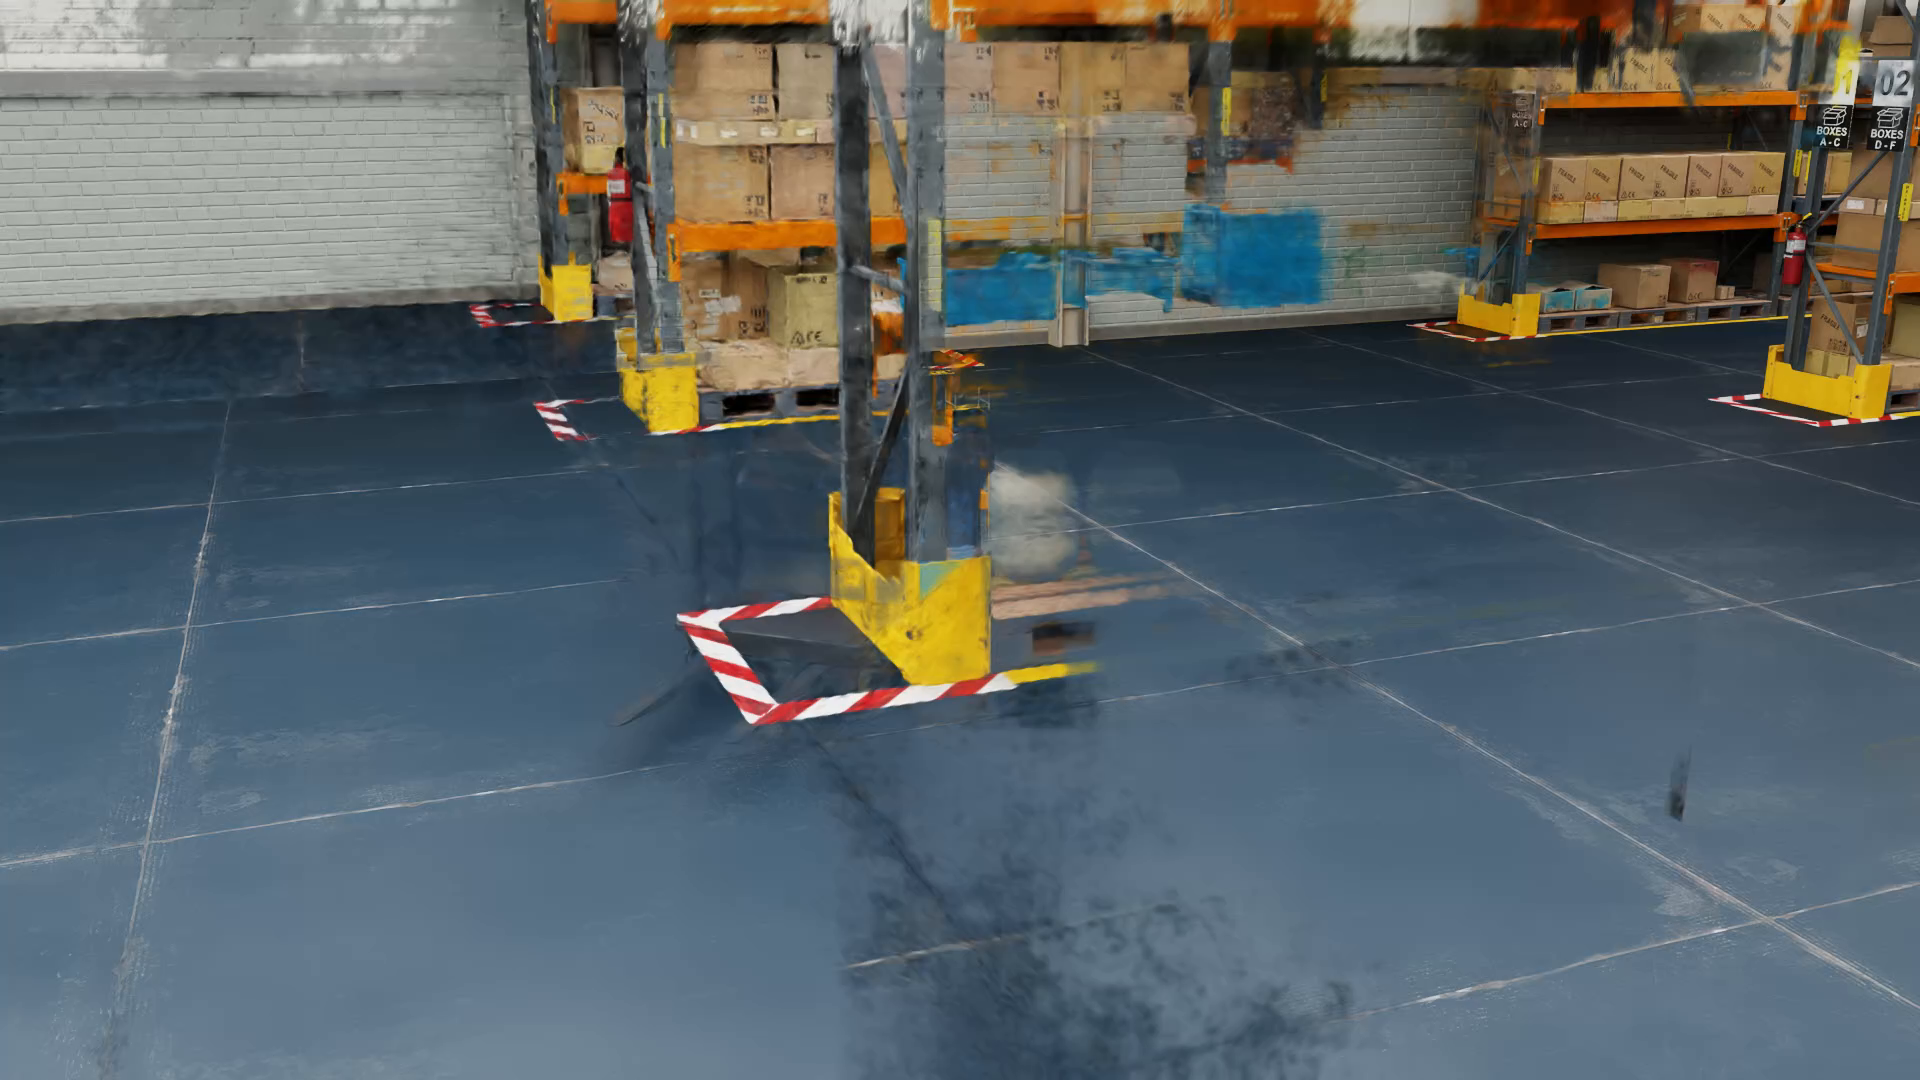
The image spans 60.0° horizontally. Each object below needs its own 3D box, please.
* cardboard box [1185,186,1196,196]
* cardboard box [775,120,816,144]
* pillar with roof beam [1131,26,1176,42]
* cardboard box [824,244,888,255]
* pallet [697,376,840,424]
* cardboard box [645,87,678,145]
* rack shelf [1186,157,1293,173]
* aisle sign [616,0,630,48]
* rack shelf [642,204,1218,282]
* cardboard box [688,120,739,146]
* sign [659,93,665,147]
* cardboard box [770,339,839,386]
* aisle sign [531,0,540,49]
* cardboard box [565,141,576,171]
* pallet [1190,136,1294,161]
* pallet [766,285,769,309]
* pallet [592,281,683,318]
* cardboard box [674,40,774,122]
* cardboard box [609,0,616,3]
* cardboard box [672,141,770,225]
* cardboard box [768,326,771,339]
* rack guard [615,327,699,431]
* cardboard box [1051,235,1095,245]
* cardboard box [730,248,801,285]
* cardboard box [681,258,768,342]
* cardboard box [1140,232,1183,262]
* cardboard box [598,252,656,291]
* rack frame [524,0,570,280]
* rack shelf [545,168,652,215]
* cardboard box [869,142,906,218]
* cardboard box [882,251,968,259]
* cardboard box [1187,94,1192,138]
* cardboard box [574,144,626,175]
[{"bbox_3d":[12.780,-4.080,22.492,0.500,0.250,0.500,-6,17,-19],"label":"cardboard box"},{"bbox_3d":[9.216,-3.120,15.571,0.250,0.149,0.380,-6,17,-20],"label":"cardboard box"},{"bbox_3d":[14.005,-6.678,18.367,0.400,9.000,9.100,-6,17,-20],"label":"pillar with roof beam"},{"bbox_3d":[9.298,-3.329,21.265,0.500,0.500,0.500,-8,18,-24],"label":"cardboard box"},{"bbox_3d":[8.993,-1.476,16.250,1.213,0.211,1.003,-6,17,-20],"label":"pallet"},{"bbox_3d":[7.536,-4.342,19.962,0.500,0.500,0.500,-6,17,-20],"label":"cardboard box"},{"bbox_3d":[12.120,-4.289,22.155,4.000,0.370,1.077,-6,17,-20],"label":"rack shelf"},{"bbox_3d":[8.127,-4.044,15.431,0.004,0.787,0.394,-6,17,-20],"label":"aisle sign"},{"bbox_3d":[10.161,-2.582,16.345,4.000,0.370,1.077,-6,17,-20],"label":"rack shelf"},{"bbox_3d":[8.737,-3.068,15.393,0.250,0.149,0.380,-6,18,-20],"label":"cardboard box"},{"bbox_3d":[8.487,-3.033,14.924,0.005,0.325,0.100,-6,17,-20],"label":"sign"},{"bbox_3d":[9.340,-1.655,16.045,0.500,0.250,0.500,-6,17,-20],"label":"cardboard box"},{"bbox_3d":[6.558,-5.190,19.334,0.004,0.787,0.394,-6,17,-20],"label":"aisle sign"},{"bbox_3d":[6.885,-4.065,20.346,0.500,0.250,0.500,-6,17,-19],"label":"cardboard box"},{"bbox_3d":[13.361,-4.643,22.427,1.003,0.211,1.213,-6,17,-20],"label":"pallet"},{"bbox_3d":[8.497,-2.893,21.075,1.213,0.211,1.003,-6,17,-20],"label":"pallet"},{"bbox_3d":[7.360,-2.771,20.660,1.213,0.211,1.003,-6,17,-20],"label":"pallet"},{"bbox_3d":[8.784,-3.445,15.527,0.500,0.500,0.700,-6,17,-20],"label":"cardboard box"},{"bbox_3d":[7.434,-5.538,19.597,0.500,0.500,0.500,-5,17,-16],"label":"cardboard box"},{"bbox_3d":[8.734,-2.817,15.691,0.500,0.500,0.700,-6,17,-20],"label":"cardboard box"},{"bbox_3d":[9.151,-1.793,16.516,0.500,0.250,0.500,-6,17,-20],"label":"cardboard box"},{"bbox_3d":[8.271,-1.524,15.901,0.348,0.500,1.175,-6,17,-20],"label":"rack guard"},{"bbox_3d":[11.399,-3.588,22.147,0.500,0.500,0.700,-7,18,-21],"label":"cardboard box"},{"bbox_3d":[8.431,-3.205,20.844,0.500,0.500,0.700,-7,18,-24],"label":"cardboard box"},{"bbox_3d":[8.688,-2.100,16.230,0.500,0.500,0.500,-6,17,-20],"label":"cardboard box"},{"bbox_3d":[12.358,-3.682,22.468,0.500,0.500,0.700,-6,17,-20],"label":"cardboard box"},{"bbox_3d":[7.196,-2.996,20.468,0.500,0.311,0.500,-8,18,-26],"label":"cardboard box"},{"bbox_3d":[6.518,-4.029,19.994,0.127,3.000,1.000,-6,17,-20],"label":"rack frame"},{"bbox_3d":[8.385,-3.885,20.782,4.000,0.370,1.077,-6,17,-20],"label":"rack shelf"},{"bbox_3d":[9.689,-2.920,16.041,0.500,0.500,0.700,-6,17,-20],"label":"cardboard box"},{"bbox_3d":[10.084,-2.255,16.757,0.500,0.500,0.500,-6,17,-20],"label":"cardboard box"},{"bbox_3d":[12.397,-4.913,22.046,0.500,0.500,0.700,-6,17,-20],"label":"cardboard box"},{"bbox_3d":[7.087,-3.932,19.895,0.500,0.250,0.500,-7,18,-22],"label":"cardboard box"}]
